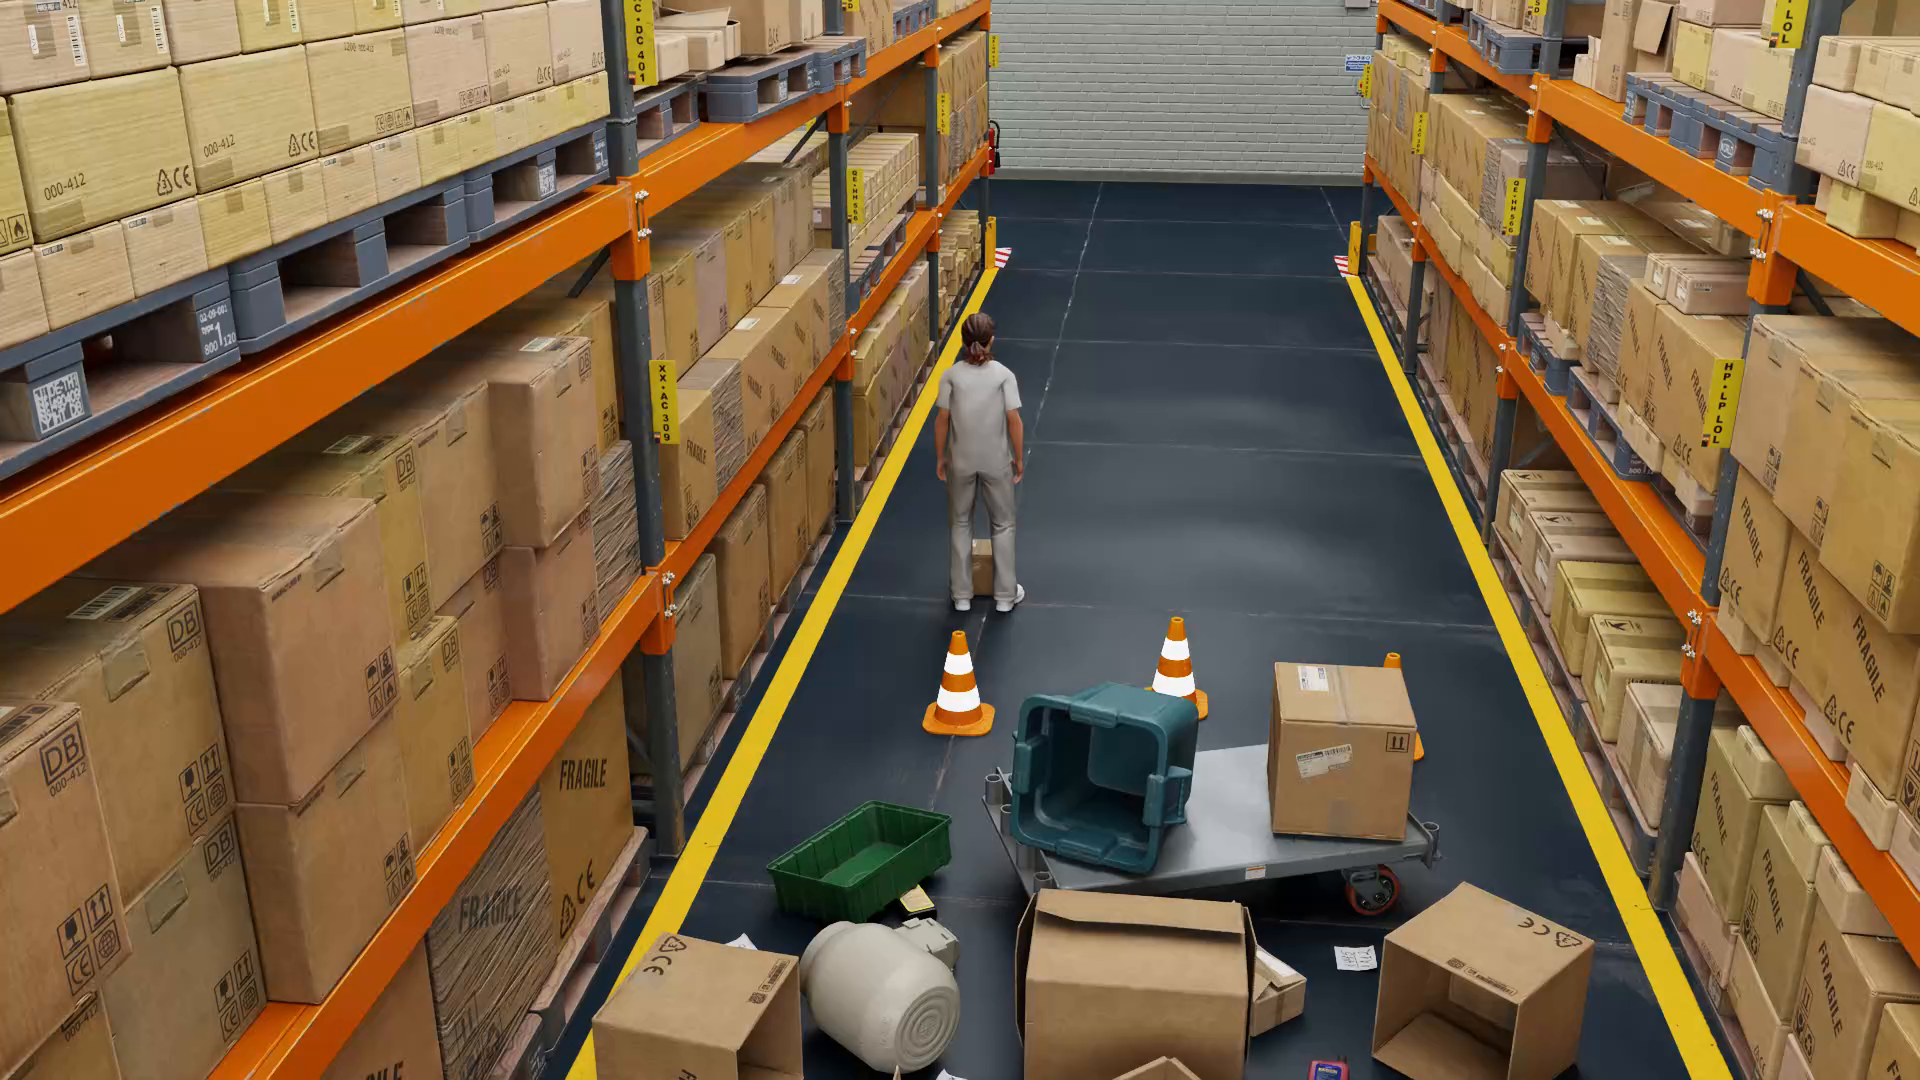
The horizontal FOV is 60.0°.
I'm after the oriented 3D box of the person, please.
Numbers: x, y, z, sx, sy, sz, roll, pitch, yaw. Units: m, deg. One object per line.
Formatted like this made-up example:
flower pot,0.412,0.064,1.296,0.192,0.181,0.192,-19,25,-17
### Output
person,0.110,-0.417,9.158,0.496,1.673,0.355,2,21,5
